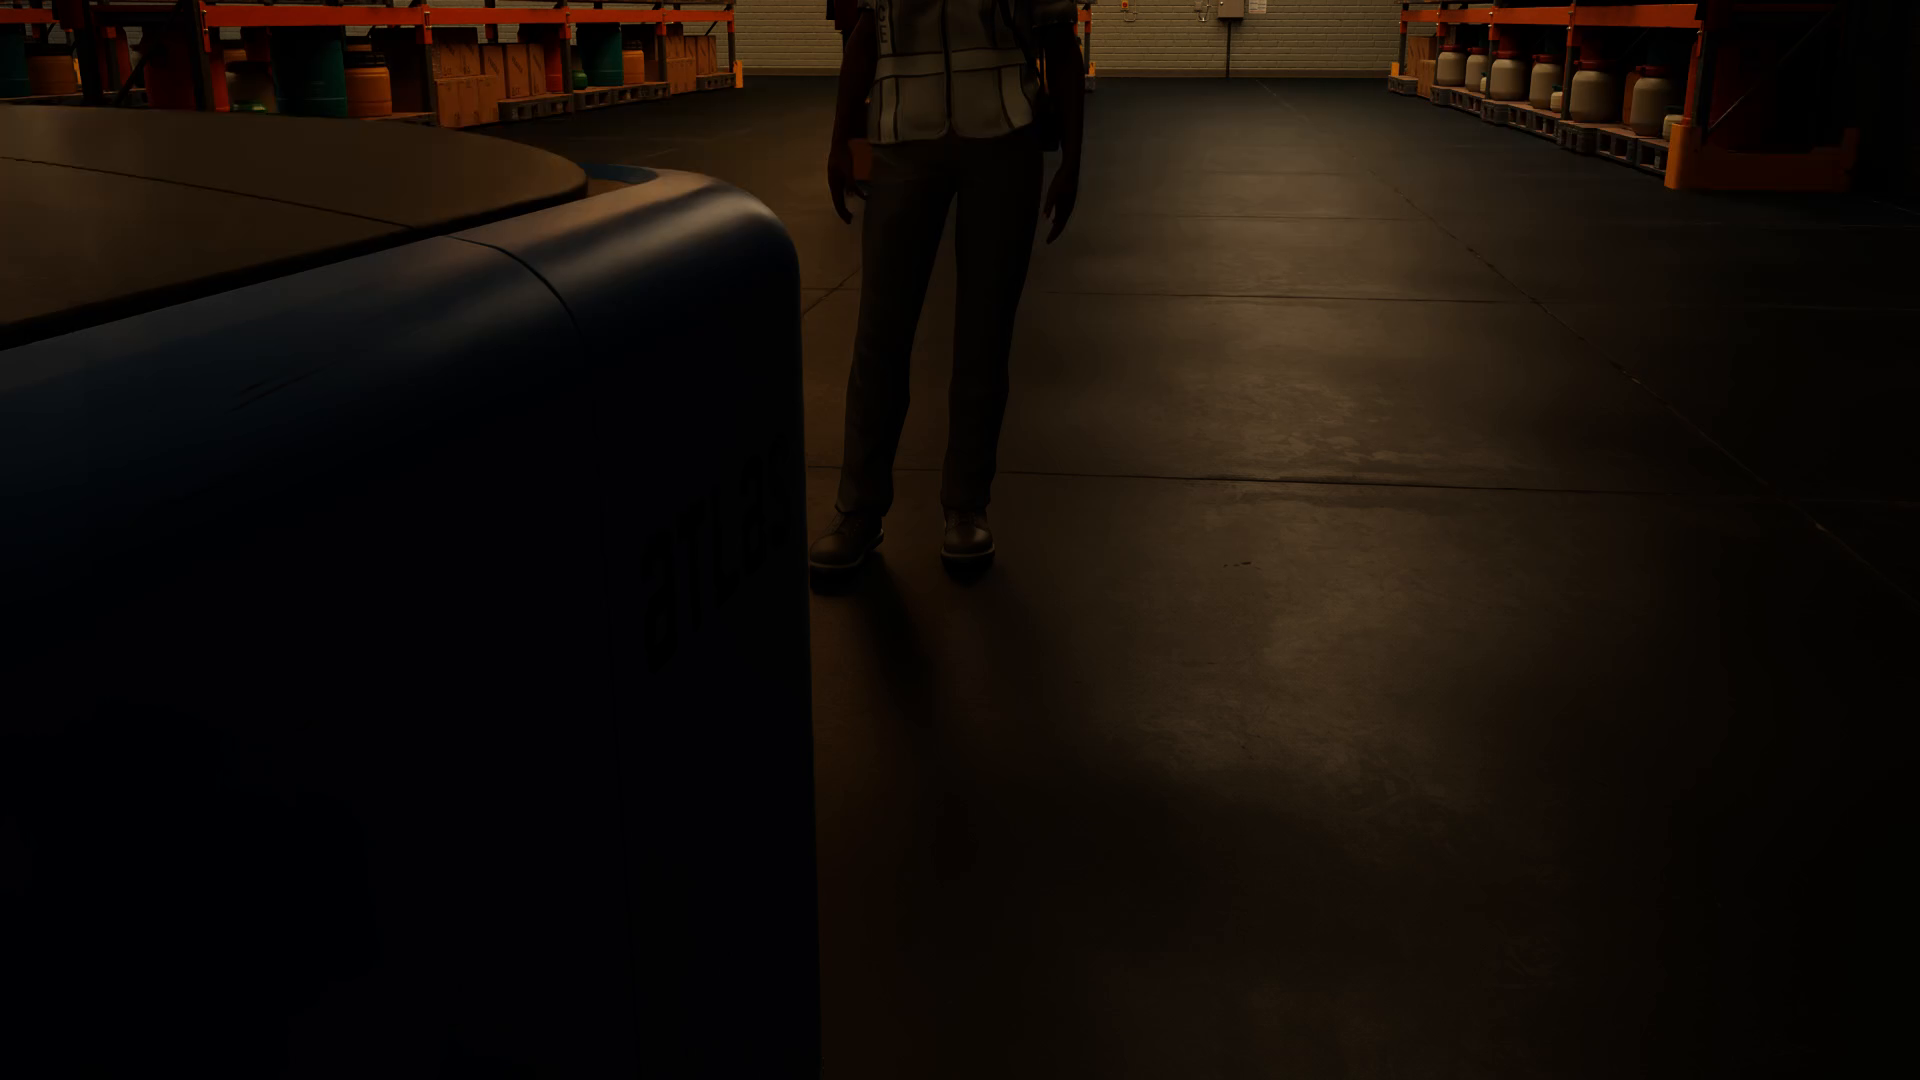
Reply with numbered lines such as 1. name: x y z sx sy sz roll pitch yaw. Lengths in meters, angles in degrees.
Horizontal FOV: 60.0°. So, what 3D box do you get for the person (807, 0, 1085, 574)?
1. person: -0.029 -0.792 3.501 0.569 1.693 0.528 2 18 7
